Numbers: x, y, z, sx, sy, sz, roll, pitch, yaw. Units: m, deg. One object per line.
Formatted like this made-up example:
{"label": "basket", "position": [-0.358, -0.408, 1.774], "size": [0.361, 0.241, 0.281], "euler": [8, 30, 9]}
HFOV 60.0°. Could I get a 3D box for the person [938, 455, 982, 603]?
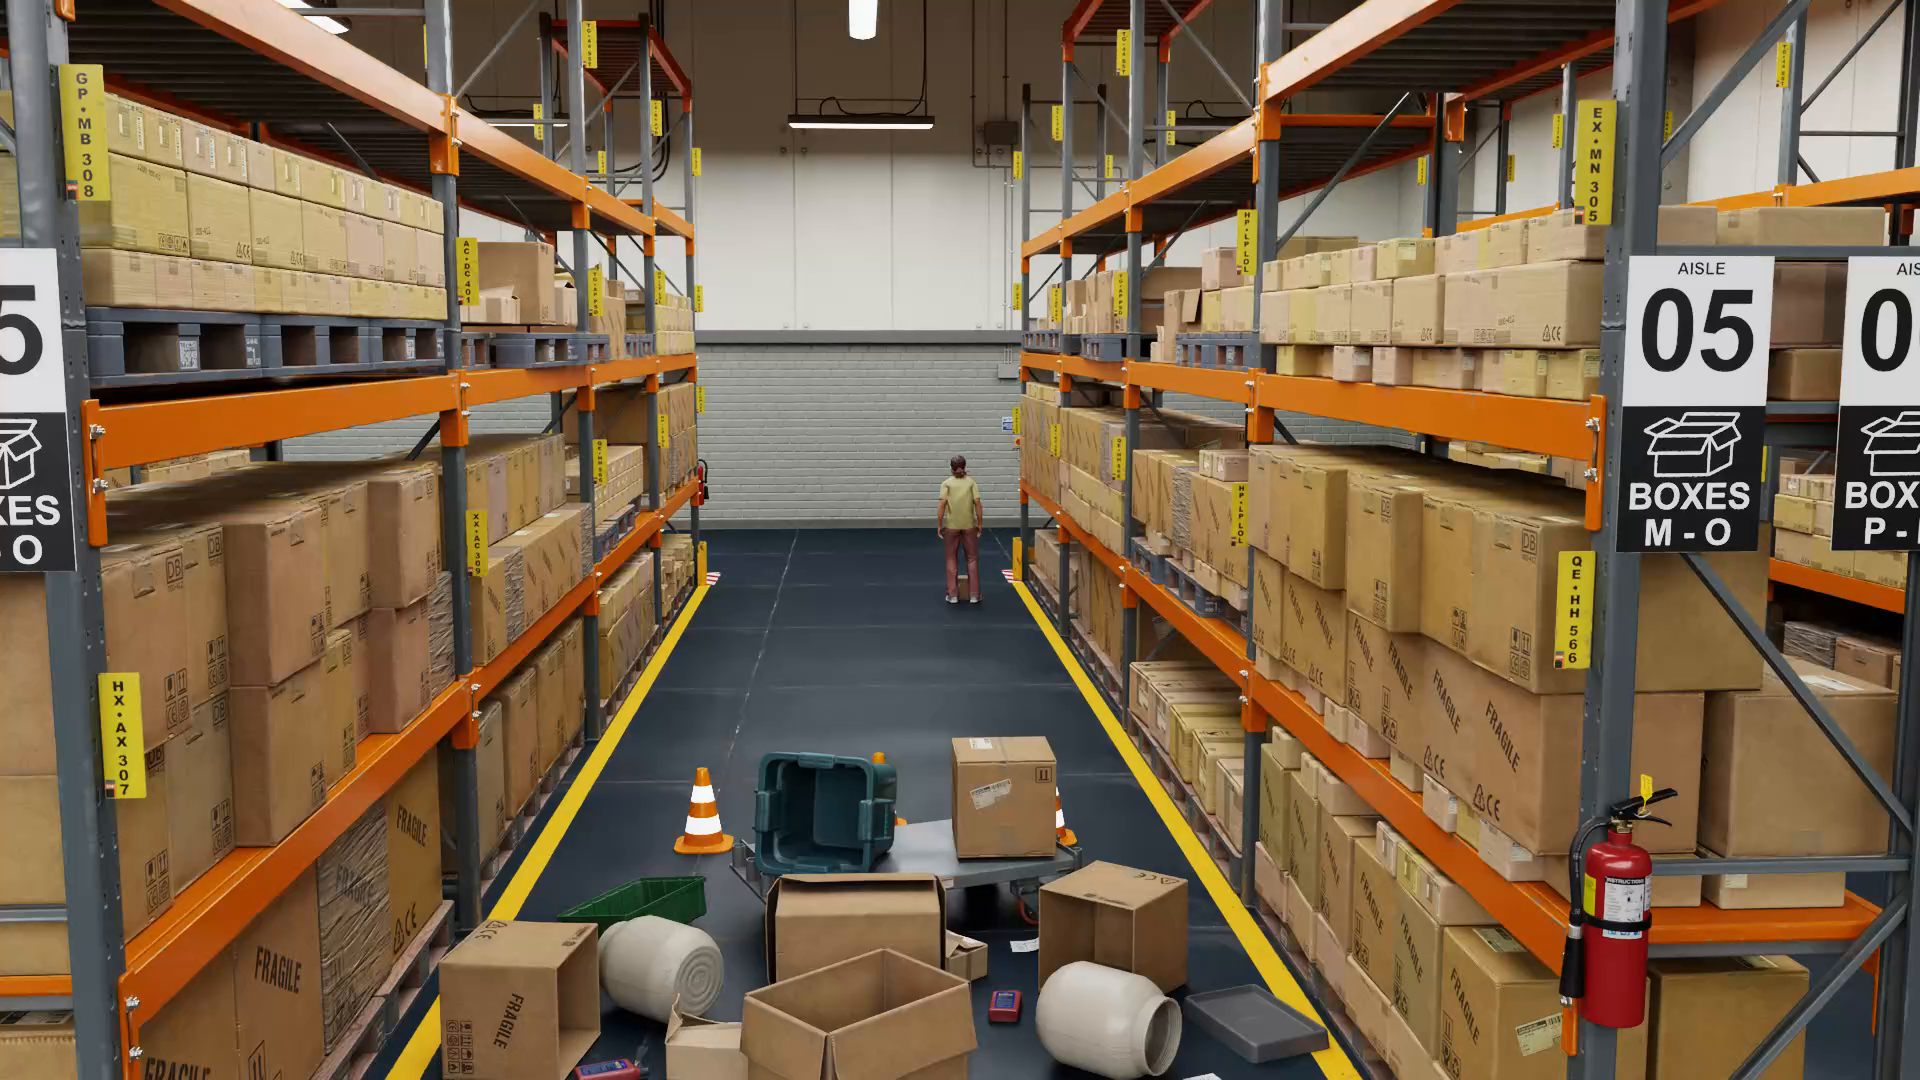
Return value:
{"label": "person", "position": [0.003, -0.128, 18.806], "size": [0.519, 1.673, 0.356], "euler": [-1, 7, -5]}
